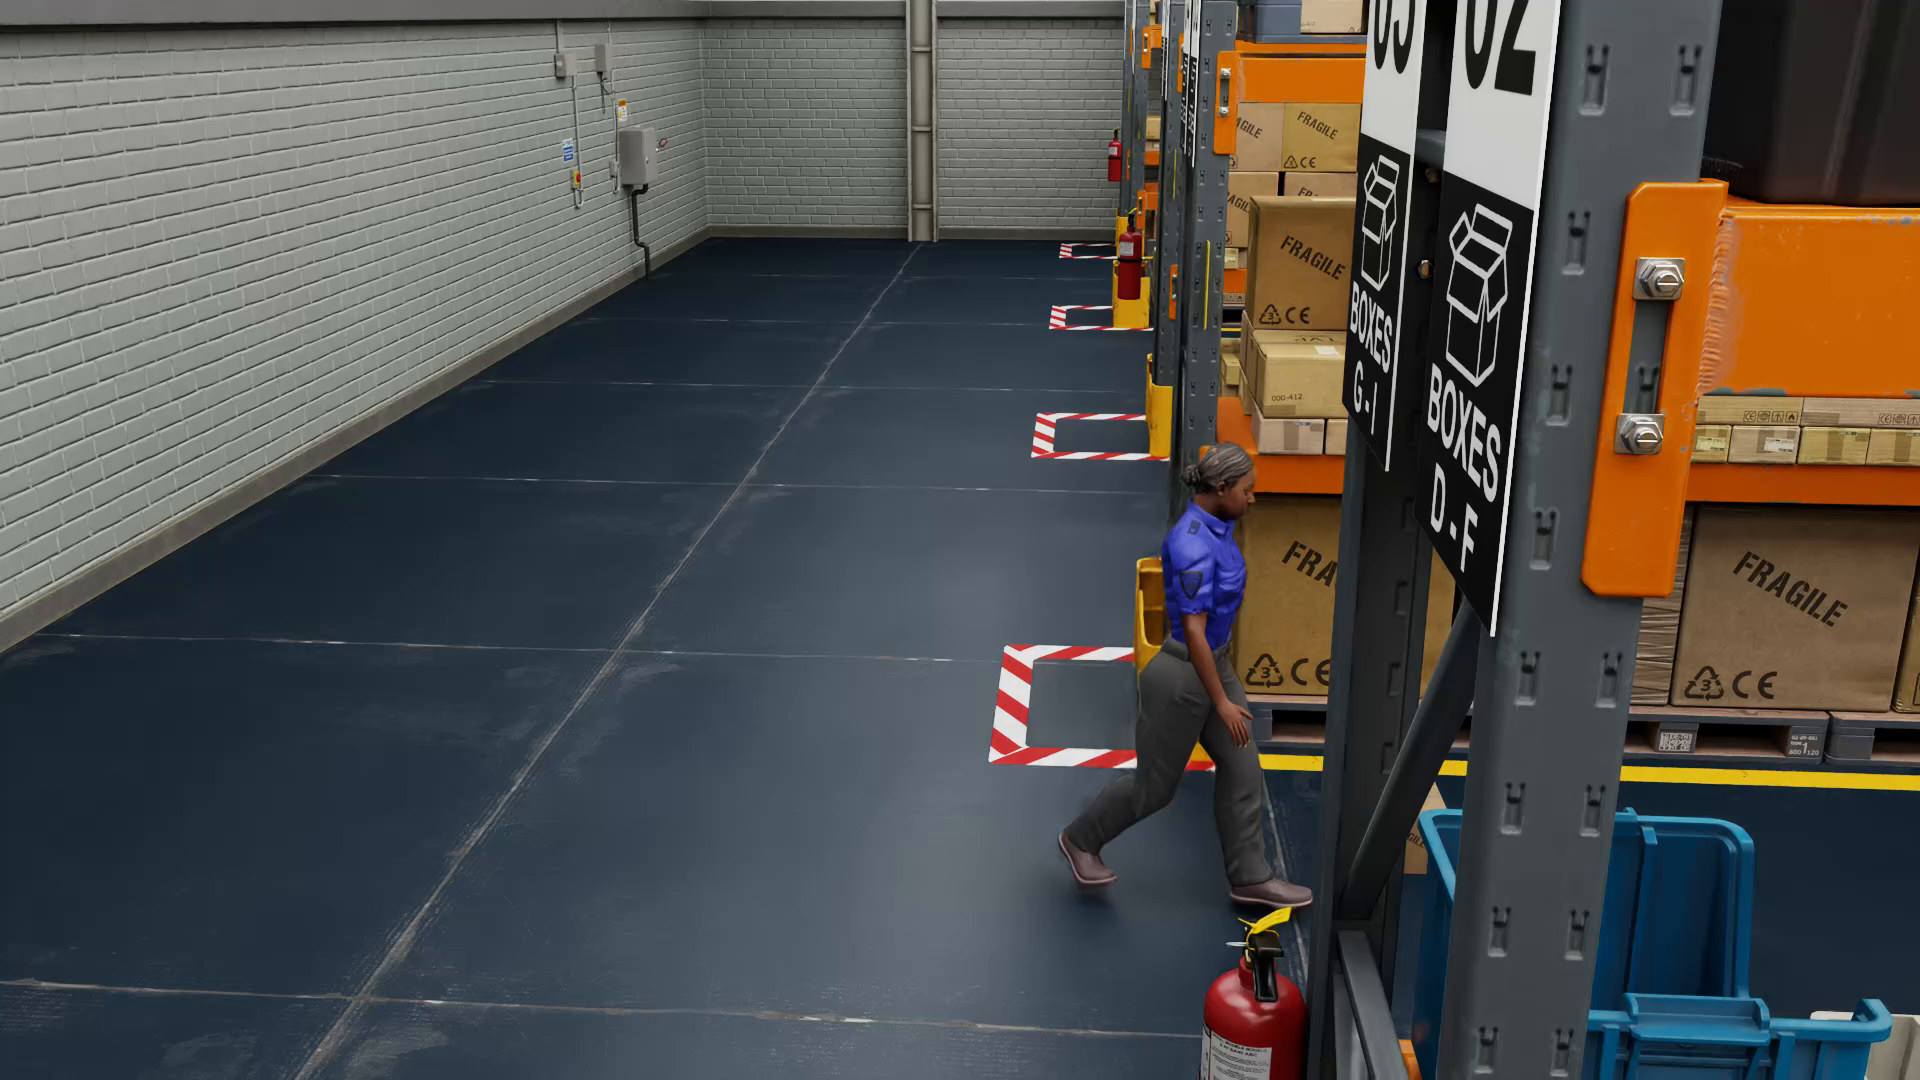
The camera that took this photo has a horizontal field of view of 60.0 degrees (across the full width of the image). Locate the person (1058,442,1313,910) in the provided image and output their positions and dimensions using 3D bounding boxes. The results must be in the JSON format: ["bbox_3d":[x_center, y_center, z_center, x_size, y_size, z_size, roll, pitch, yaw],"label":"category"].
[{"bbox_3d":[0.774,0.467,5.569,0.902,1.617,0.481,8,19,25],"label":"person"}]
